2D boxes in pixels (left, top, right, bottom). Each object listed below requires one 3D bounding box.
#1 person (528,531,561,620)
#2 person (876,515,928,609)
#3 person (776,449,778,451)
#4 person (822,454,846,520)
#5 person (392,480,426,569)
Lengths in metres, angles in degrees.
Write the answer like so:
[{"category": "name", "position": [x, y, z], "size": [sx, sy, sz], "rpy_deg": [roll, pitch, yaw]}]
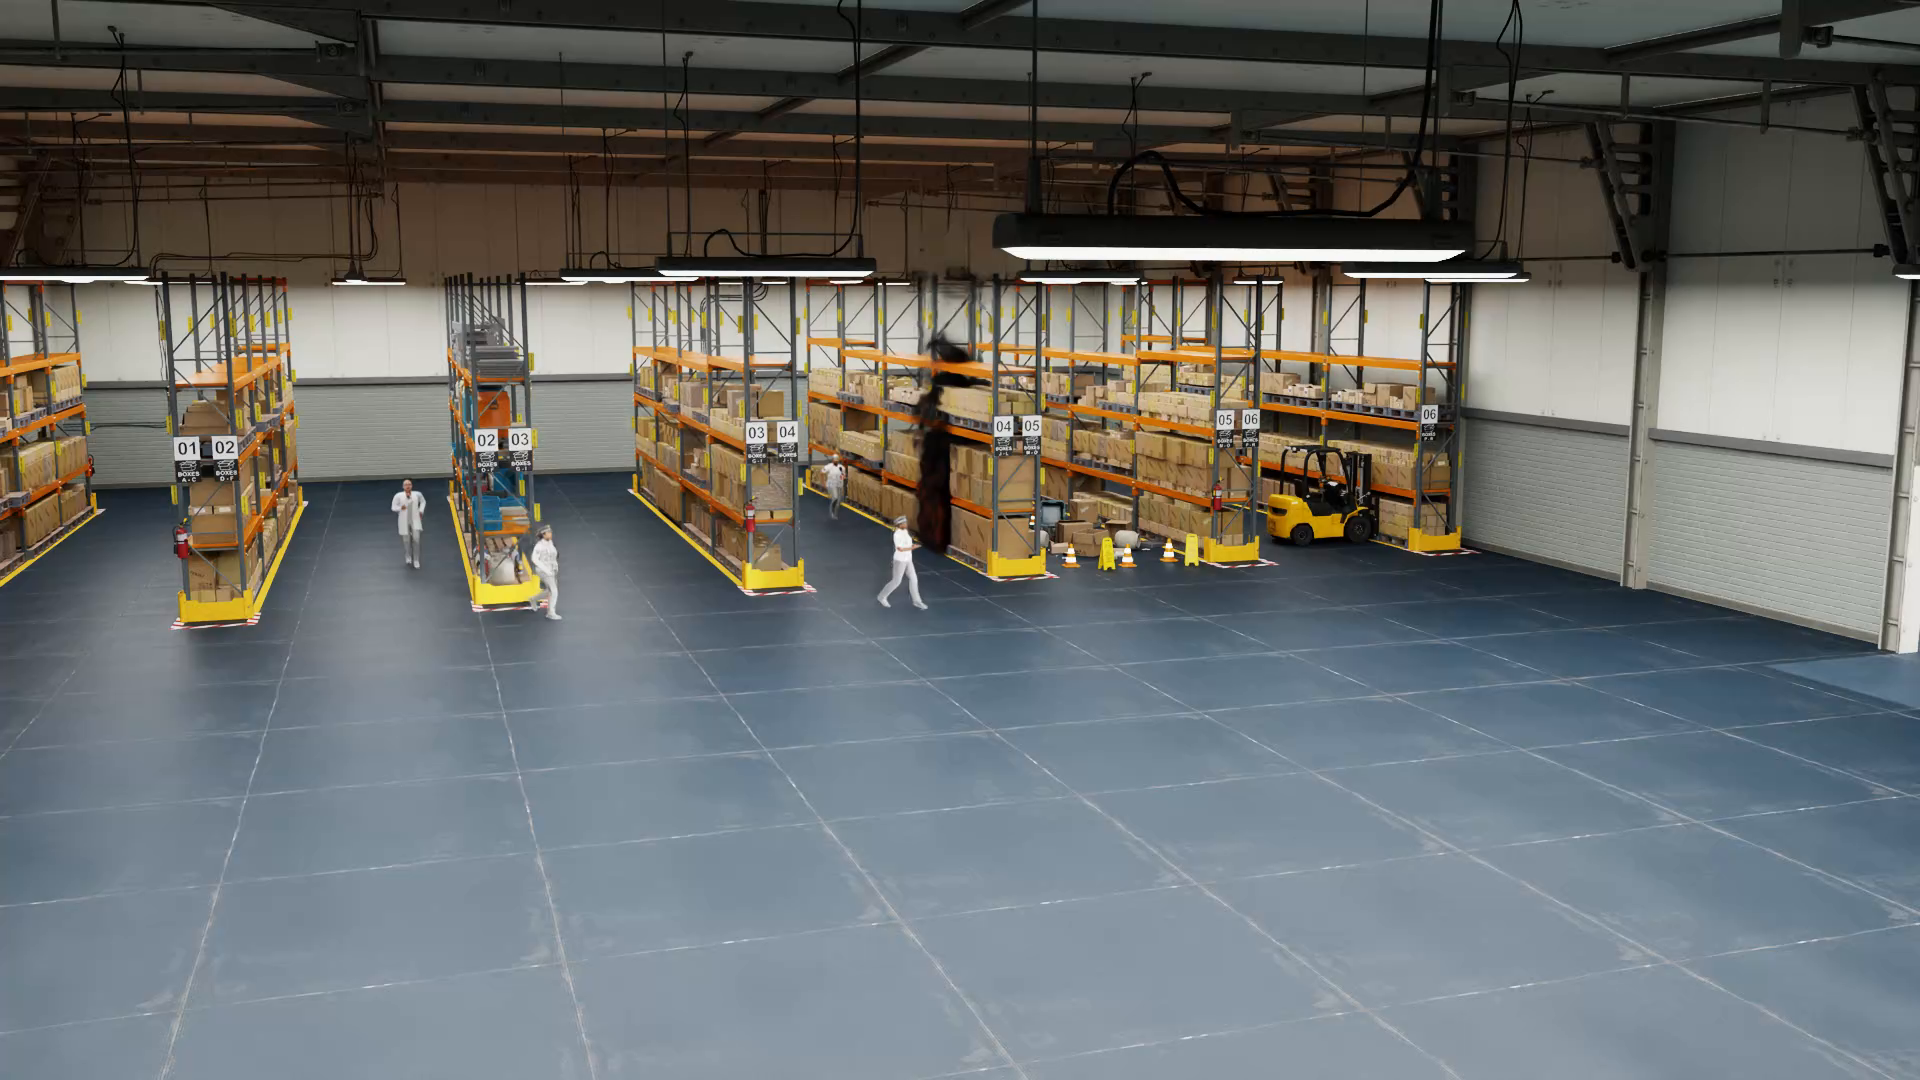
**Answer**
[{"category": "person", "position": [-7.279, 0.570, 29.038], "size": [0.651, 1.617, 0.651], "rpy_deg": [2, 9, 13]}, {"category": "person", "position": [-1.033, 0.388, 29.741], "size": [0.922, 1.698, 0.579], "rpy_deg": [3, 9, 18]}, {"category": "person", "position": [-4.822, -1.853, 45.606], "size": [0.521, 1.411, 0.581], "rpy_deg": [-3, 9, -17]}, {"category": "person", "position": [-3.068, -1.285, 40.481], "size": [0.543, 1.636, 0.565], "rpy_deg": [-4, 10, -26]}, {"category": "person", "position": [-11.376, -0.326, 34.389], "size": [0.685, 1.844, 0.794], "rpy_deg": [-3, 9, -20]}]
